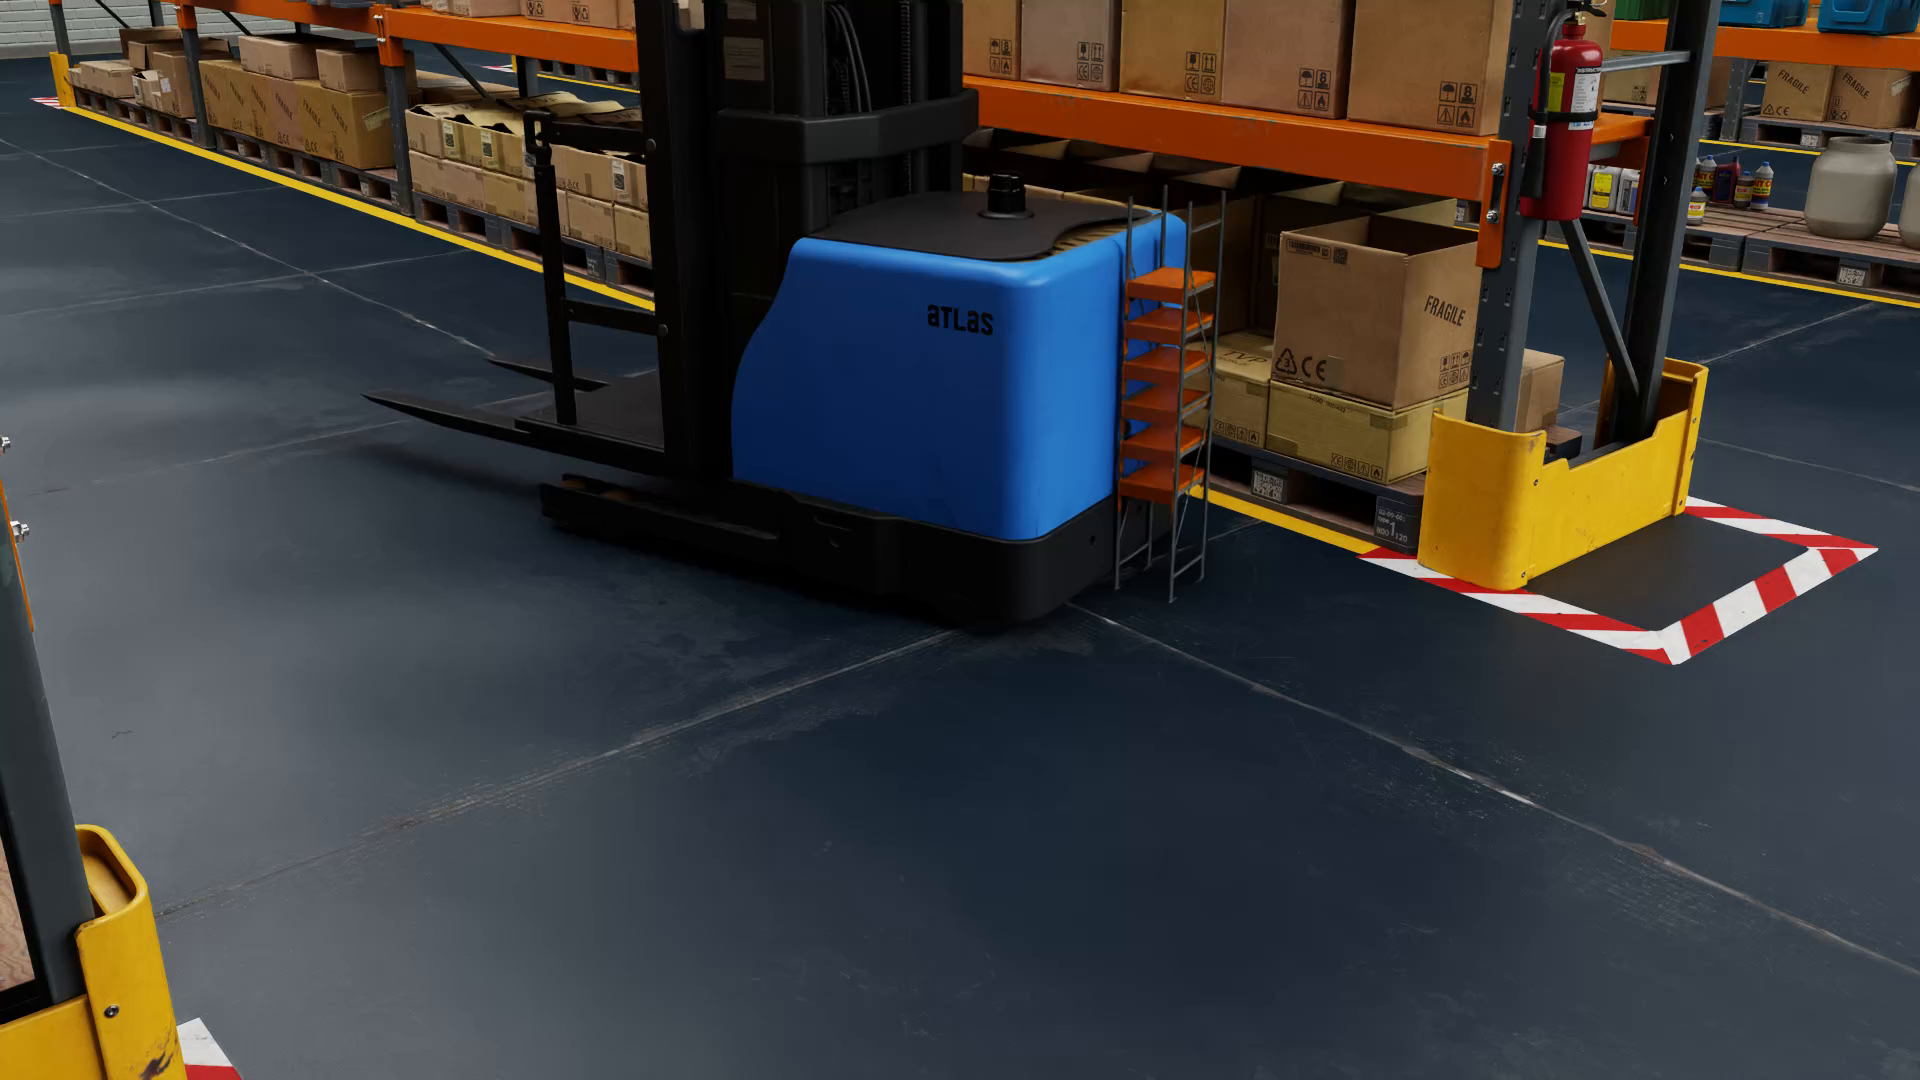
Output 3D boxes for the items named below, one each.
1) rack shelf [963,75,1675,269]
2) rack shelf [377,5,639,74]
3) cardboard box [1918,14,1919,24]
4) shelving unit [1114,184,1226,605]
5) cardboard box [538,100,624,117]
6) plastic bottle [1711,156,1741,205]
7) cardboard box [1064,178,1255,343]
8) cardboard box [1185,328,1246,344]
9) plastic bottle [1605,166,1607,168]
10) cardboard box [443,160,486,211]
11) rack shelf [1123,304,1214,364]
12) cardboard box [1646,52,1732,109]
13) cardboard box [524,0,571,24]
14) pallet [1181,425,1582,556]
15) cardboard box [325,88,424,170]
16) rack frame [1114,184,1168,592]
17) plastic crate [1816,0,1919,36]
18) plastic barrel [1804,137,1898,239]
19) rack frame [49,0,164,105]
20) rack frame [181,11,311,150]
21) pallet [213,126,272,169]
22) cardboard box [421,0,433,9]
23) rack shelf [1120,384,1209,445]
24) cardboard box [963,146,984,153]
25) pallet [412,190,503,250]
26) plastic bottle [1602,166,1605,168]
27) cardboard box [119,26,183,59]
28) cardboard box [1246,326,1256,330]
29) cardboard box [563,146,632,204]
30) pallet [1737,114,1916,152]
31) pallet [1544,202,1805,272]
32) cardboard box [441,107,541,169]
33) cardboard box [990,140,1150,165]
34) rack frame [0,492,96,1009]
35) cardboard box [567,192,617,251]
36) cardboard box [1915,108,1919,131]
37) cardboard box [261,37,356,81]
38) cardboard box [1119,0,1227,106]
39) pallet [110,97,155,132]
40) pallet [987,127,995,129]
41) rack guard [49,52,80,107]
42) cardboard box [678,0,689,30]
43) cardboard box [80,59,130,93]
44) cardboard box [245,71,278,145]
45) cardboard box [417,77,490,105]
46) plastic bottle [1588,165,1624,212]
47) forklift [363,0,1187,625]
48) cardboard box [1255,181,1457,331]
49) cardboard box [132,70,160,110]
[{"bbox_3d":[0.664,-1.641,6.548,1.077,0.370,4.000,-17,27,-37],"label":"rack shelf"},{"bbox_3d":[-1.947,-2.747,9.370,1.077,0.370,4.000,-17,27,-37],"label":"rack shelf"},{"bbox_3d":[10.216,-5.337,17.507,1.050,0.750,0.750,-18,27,-38],"label":"cardboard box"},{"bbox_3d":[0.614,-0.420,4.911,0.189,1.200,0.258,13,25,30],"label":"shelving unit"},{"bbox_3d":[-2.380,-2.582,10.390,0.500,0.311,0.500,-18,28,-38],"label":"cardboard box"},{"bbox_3d":[4.643,-2.184,10.069,0.061,0.283,0.133,-17,27,-37],"label":"plastic bottle"},{"bbox_3d":[0.730,-1.038,6.188,0.500,0.500,0.500,-17,27,-37],"label":"cardboard box"},{"bbox_3d":[0.732,-0.690,6.327,0.500,0.250,0.500,-17,27,-37],"label":"cardboard box"},{"bbox_3d":[4.111,-2.324,10.427,0.061,0.283,0.133,-17,27,-37],"label":"plastic bottle"},{"bbox_3d":[-2.805,-2.196,10.172,0.500,0.250,0.500,-18,28,-39],"label":"cardboard box"},{"bbox_3d":[0.614,-0.602,4.840,0.180,0.103,0.258,13,25,30],"label":"rack shelf"},{"bbox_3d":[6.481,-4.102,14.668,0.500,0.500,0.700,20,29,41],"label":"cardboard box"},{"bbox_3d":[-2.145,-3.221,9.458,0.500,0.500,0.500,-19,29,-40],"label":"cardboard box"},{"bbox_3d":[1.438,-0.327,6.029,1.003,0.211,1.213,-17,27,-37],"label":"pallet"},{"bbox_3d":[-4.041,-2.878,11.542,0.500,0.500,0.500,-16,27,-35],"label":"cardboard box"},{"bbox_3d":[0.537,-0.438,4.957,0.006,1.200,0.240,13,25,30],"label":"rack frame"},{"bbox_3d":[4.751,-2.781,8.674,0.499,0.251,0.408,-17,27,-37],"label":"plastic crate"},{"bbox_3d":[4.909,-1.941,9.163,0.421,0.512,0.421,0,21,0],"label":"plastic barrel"},{"bbox_3d":[-8.475,-5.844,16.293,1.000,3.000,0.127,-17,27,-37],"label":"rack frame"},{"bbox_3d":[-5.864,-4.739,13.471,1.000,3.000,0.127,-17,27,-37],"label":"rack frame"},{"bbox_3d":[-5.304,-3.225,13.429,1.003,0.211,1.213,-17,27,-37],"label":"pallet"},{"bbox_3d":[-3.048,-3.482,10.383,0.500,0.311,0.500,-15,26,-34],"label":"cardboard box"},{"bbox_3d":[0.614,-0.379,4.927,0.180,0.103,0.258,13,25,30],"label":"rack shelf"},{"bbox_3d":[-0.244,-1.454,7.251,0.500,0.500,0.500,-17,27,-37],"label":"cardboard box"},{"bbox_3d":[-2.745,-2.099,10.554,1.003,0.211,1.213,-17,27,-37],"label":"pallet"},{"bbox_3d":[3.822,-2.195,10.106,0.152,0.276,0.135,-17,27,-37],"label":"plastic bottle"},{"bbox_3d":[-7.933,-4.794,16.434,0.500,0.500,0.500,-17,27,-37],"label":"cardboard box"},{"bbox_3d":[1.132,-0.816,6.648,0.500,0.250,0.500,-17,27,-37],"label":"cardboard box"},{"bbox_3d":[-1.792,-2.030,8.979,0.500,0.311,0.500,-18,27,-38],"label":"cardboard box"},{"bbox_3d":[7.331,-3.411,13.903,1.003,0.211,1.213,-17,27,-37],"label":"pallet"},{"bbox_3d":[4.321,-1.876,9.984,1.003,0.211,1.213,-17,27,-37],"label":"pallet"},{"bbox_3d":[-2.784,-2.453,10.059,0.500,0.311,0.500,-18,28,-39],"label":"cardboard box"},{"bbox_3d":[0.473,-1.439,7.212,0.500,0.500,0.500,-17,27,-37],"label":"cardboard box"},{"bbox_3d":[-1.779,-0.244,1.995,0.949,2.616,0.053,-17,27,-37],"label":"rack frame"},{"bbox_3d":[-1.795,-1.771,9.088,0.500,0.250,0.500,-17,27,-36],"label":"cardboard box"},{"bbox_3d":[7.941,-3.489,13.129,0.500,0.500,0.500,19,29,40],"label":"cardboard box"},{"bbox_3d":[-4.752,-3.523,12.162,0.500,0.250,0.500,-18,28,-38],"label":"cardboard box"},{"bbox_3d":[1.008,-1.885,6.046,0.700,0.500,0.500,-17,27,-37],"label":"cardboard box"},{"bbox_3d":[-7.112,-3.968,15.326,1.003,0.211,1.213,-17,27,-37],"label":"pallet"},{"bbox_3d":[0.978,-3.291,13.596,1.003,0.211,1.213,-17,27,-37],"label":"pallet"},{"bbox_3d":[-8.425,-4.659,16.695,1.175,0.500,0.348,-17,27,-37],"label":"rack guard"},{"bbox_3d":[-1.355,-2.666,8.361,0.396,0.266,0.258,-18,28,-39],"label":"cardboard box"},{"bbox_3d":[-8.008,-4.413,15.805,0.500,0.250,0.500,-17,27,-37],"label":"cardboard box"},{"bbox_3d":[-5.056,-3.304,12.631,0.500,0.500,0.500,-17,27,-37],"label":"cardboard box"},{"bbox_3d":[-3.679,-3.012,11.886,0.500,0.500,0.500,-19,28,-39],"label":"cardboard box"},{"bbox_3d":[3.848,-2.136,9.853,0.144,0.351,0.185,-16,27,-35],"label":"plastic bottle"},{"bbox_3d":[-0.803,-1.512,5.325,3.031,2.935,1.130,13,25,30],"label":"forklift"},{"bbox_3d":[1.460,-1.027,6.159,0.500,0.500,0.500,-17,27,-37],"label":"cardboard box"},{"bbox_3d":[-6.940,-3.989,14.640,0.500,0.311,0.500,-17,27,-37],"label":"cardboard box"}]
